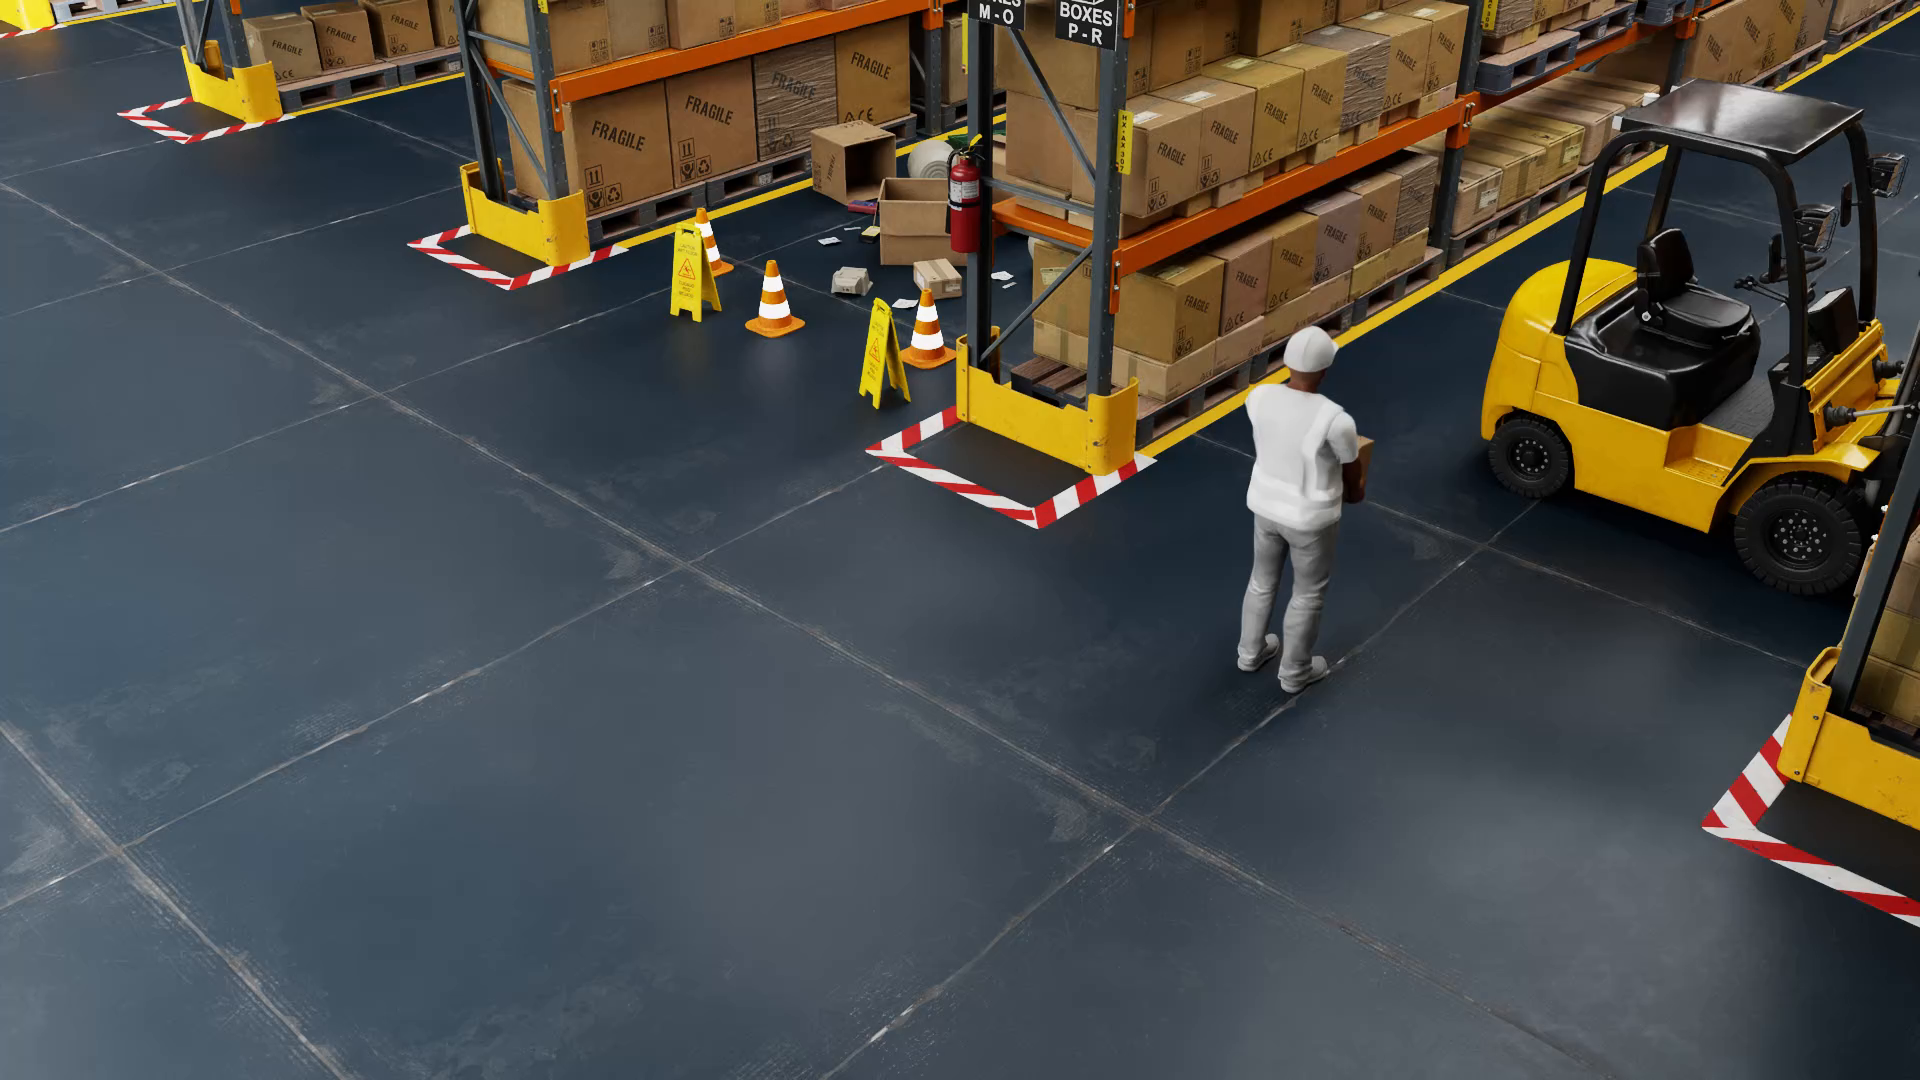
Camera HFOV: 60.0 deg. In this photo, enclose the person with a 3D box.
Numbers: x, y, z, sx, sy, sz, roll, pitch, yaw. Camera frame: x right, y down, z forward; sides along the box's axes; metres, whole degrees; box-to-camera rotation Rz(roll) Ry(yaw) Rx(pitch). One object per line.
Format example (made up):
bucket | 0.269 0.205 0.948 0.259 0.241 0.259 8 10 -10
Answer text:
person | 1.564 -0.178 7.530 0.505 1.763 0.568 25 39 35
